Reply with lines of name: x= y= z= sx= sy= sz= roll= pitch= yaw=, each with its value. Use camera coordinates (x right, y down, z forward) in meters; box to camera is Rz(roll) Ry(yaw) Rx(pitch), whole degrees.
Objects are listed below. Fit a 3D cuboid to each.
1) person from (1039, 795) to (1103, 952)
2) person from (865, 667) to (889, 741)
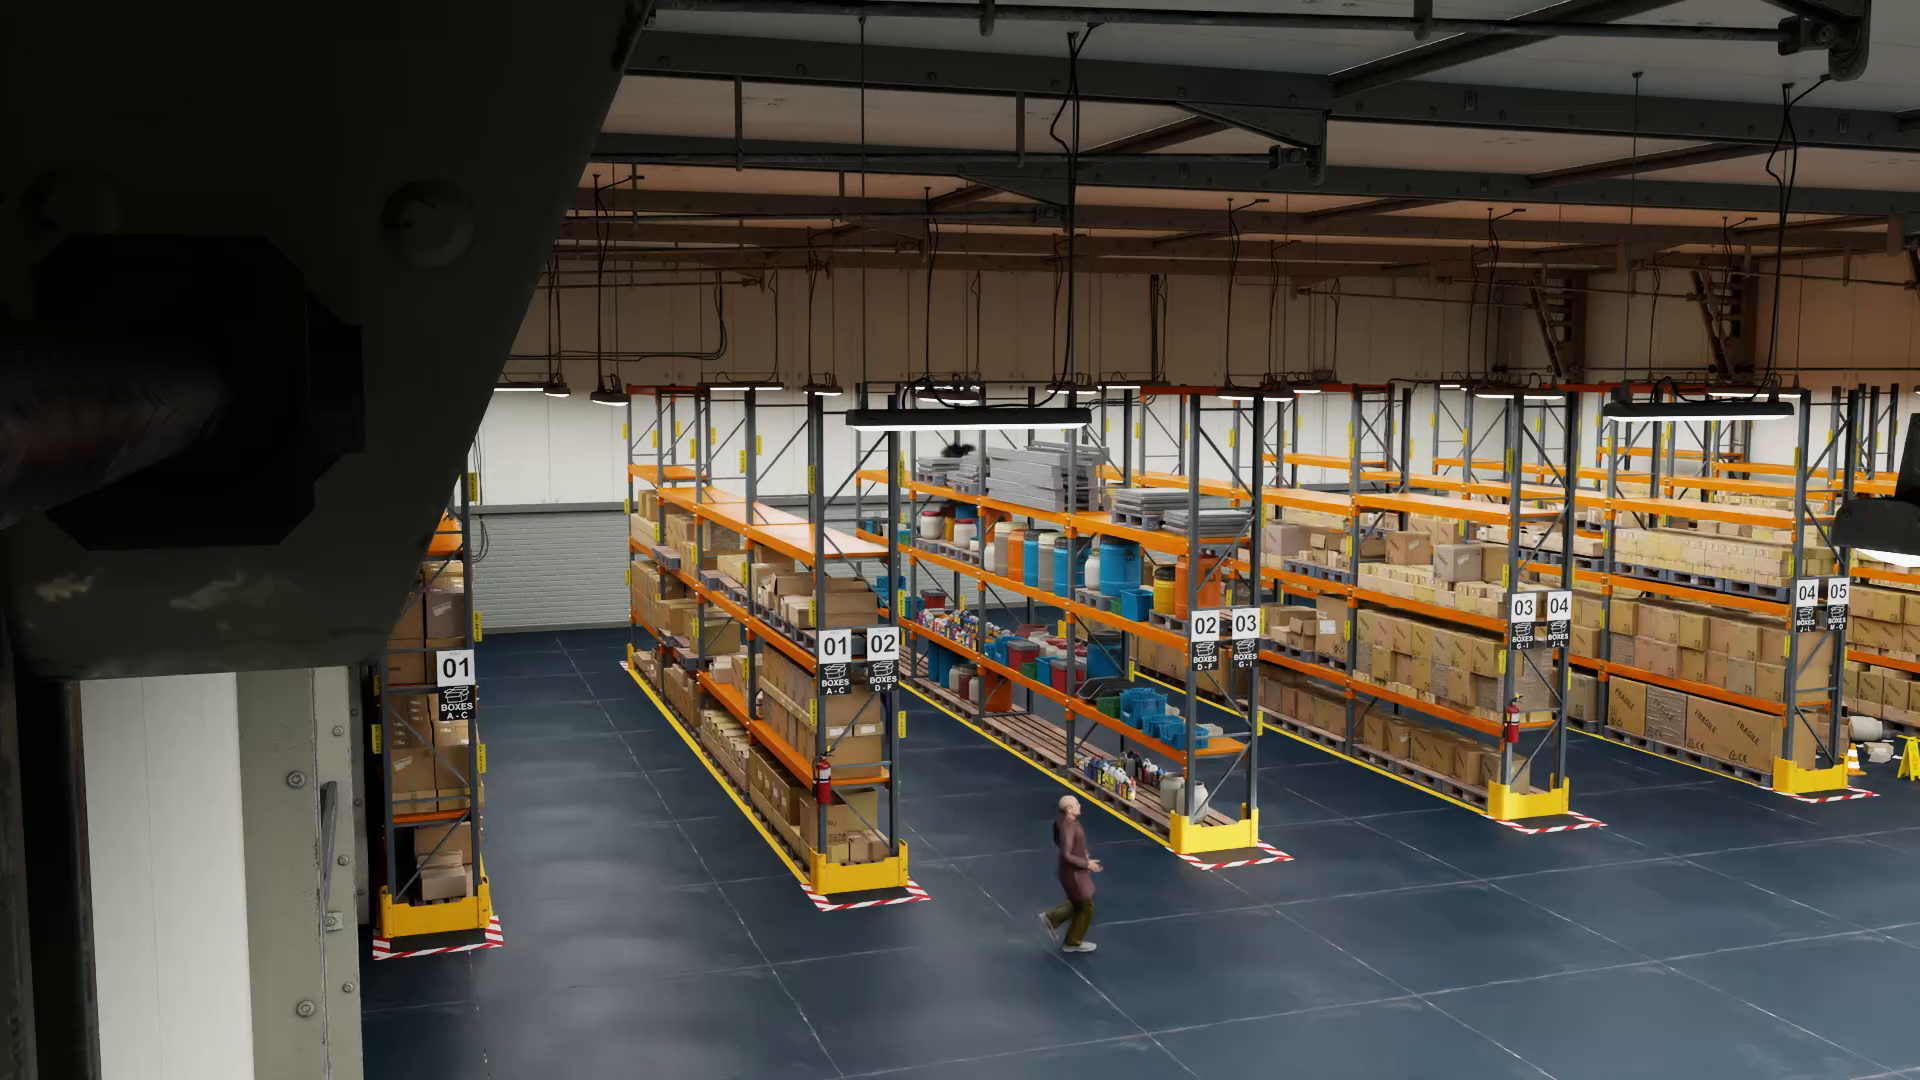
person: x=1.194 y=3.611 z=18.017 sx=0.668 sy=1.725 sz=0.707 roll=0 pitch=6 yaw=-1
person: x=-1.332 y=2.589 z=28.193 sx=0.607 sy=1.632 sz=0.941 roll=-3 pitch=7 yaw=-25
